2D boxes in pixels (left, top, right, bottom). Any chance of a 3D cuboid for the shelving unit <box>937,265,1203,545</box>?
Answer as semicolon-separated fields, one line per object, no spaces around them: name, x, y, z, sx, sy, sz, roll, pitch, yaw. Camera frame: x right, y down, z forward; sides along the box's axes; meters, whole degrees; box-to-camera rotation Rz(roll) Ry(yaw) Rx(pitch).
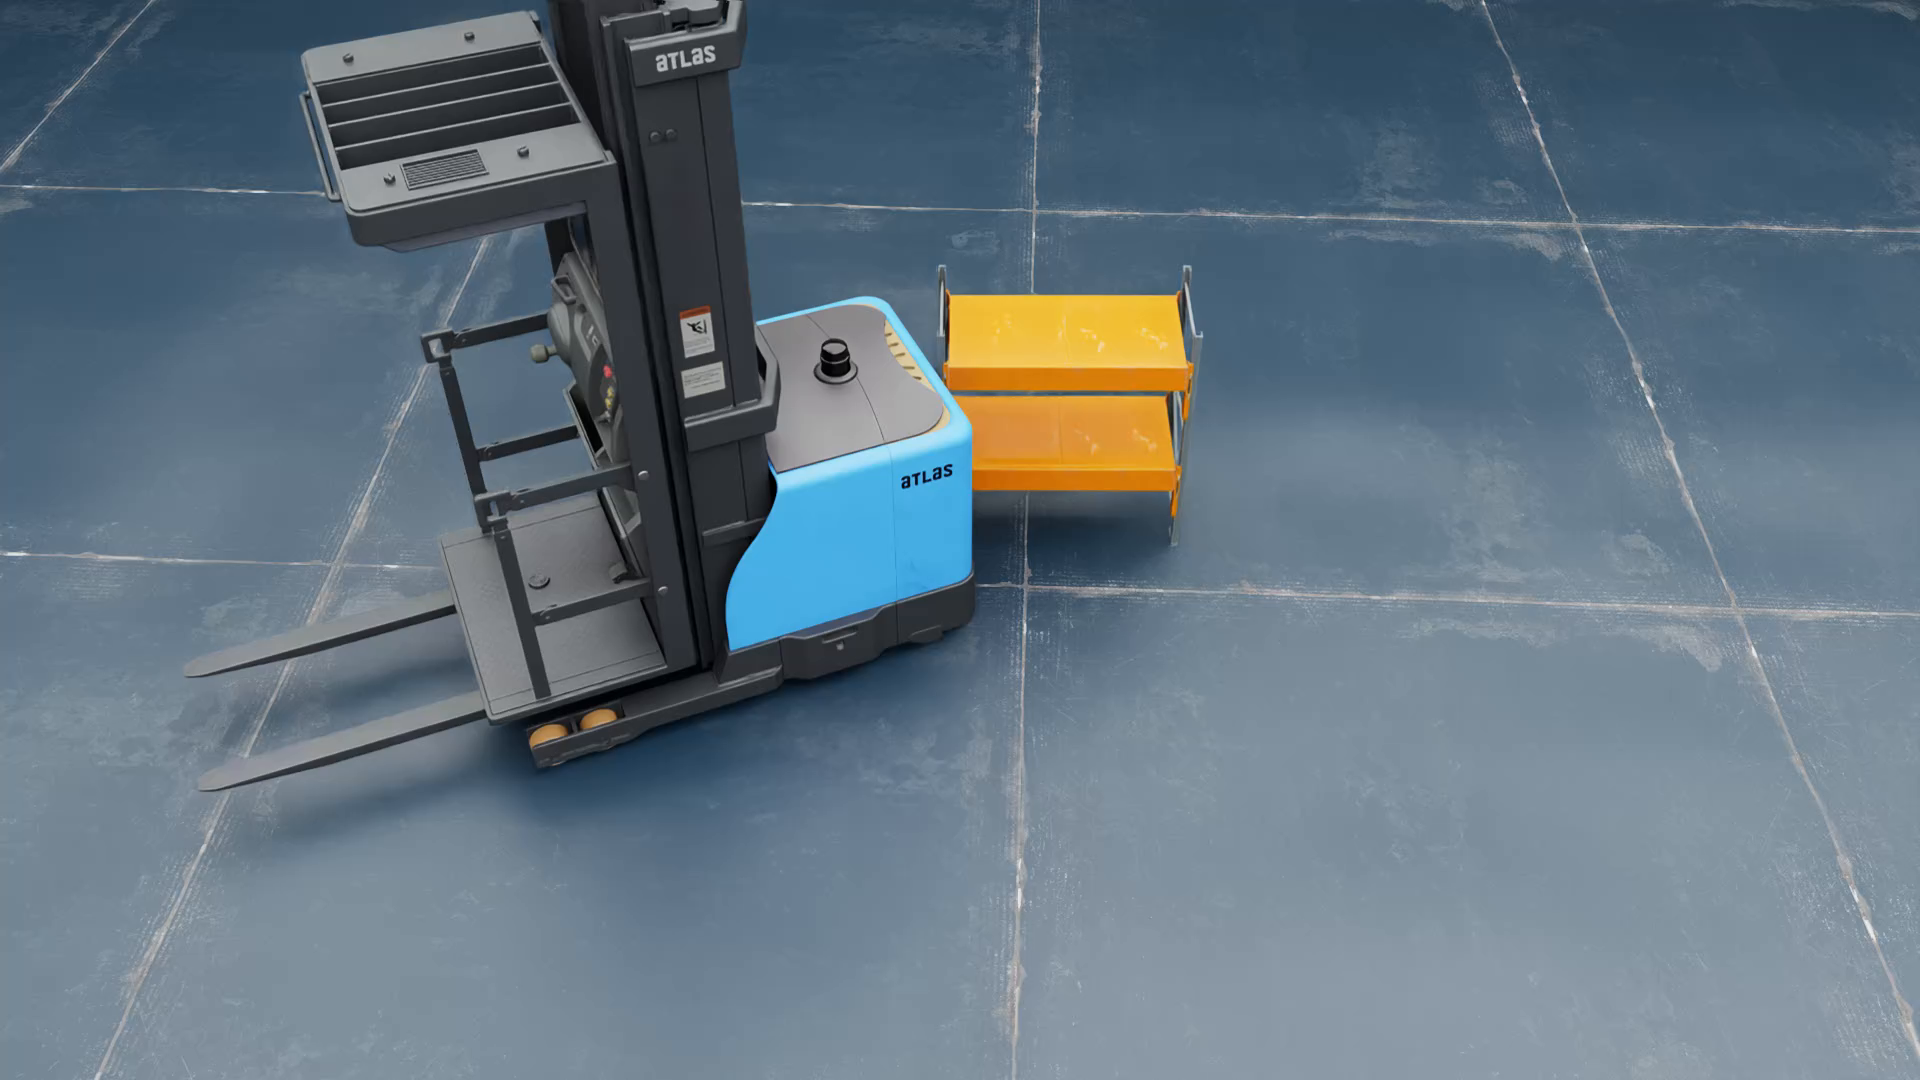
shelving unit;0.433;-0.559;7.111;1.048;1.125;0.538;0;43;0

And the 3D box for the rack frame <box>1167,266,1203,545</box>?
rack frame;0.941;-0.558;7.109;0.032;1.125;0.500;0;43;0

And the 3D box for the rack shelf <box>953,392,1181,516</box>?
rack shelf;0.433;-0.380;7.277;1.000;0.278;0.538;0;43;0

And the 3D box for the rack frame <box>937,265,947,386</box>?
rack frame;-0.075;-0.561;7.112;0.032;1.125;0.500;0;43;0

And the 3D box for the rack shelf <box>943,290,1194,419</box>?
rack shelf;0.433;-0.773;6.911;1.000;0.278;0.538;0;43;0

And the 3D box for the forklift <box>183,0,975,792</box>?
forklift;-1.504;-0.614;5.845;3.031;2.935;1.130;-16;45;-17
